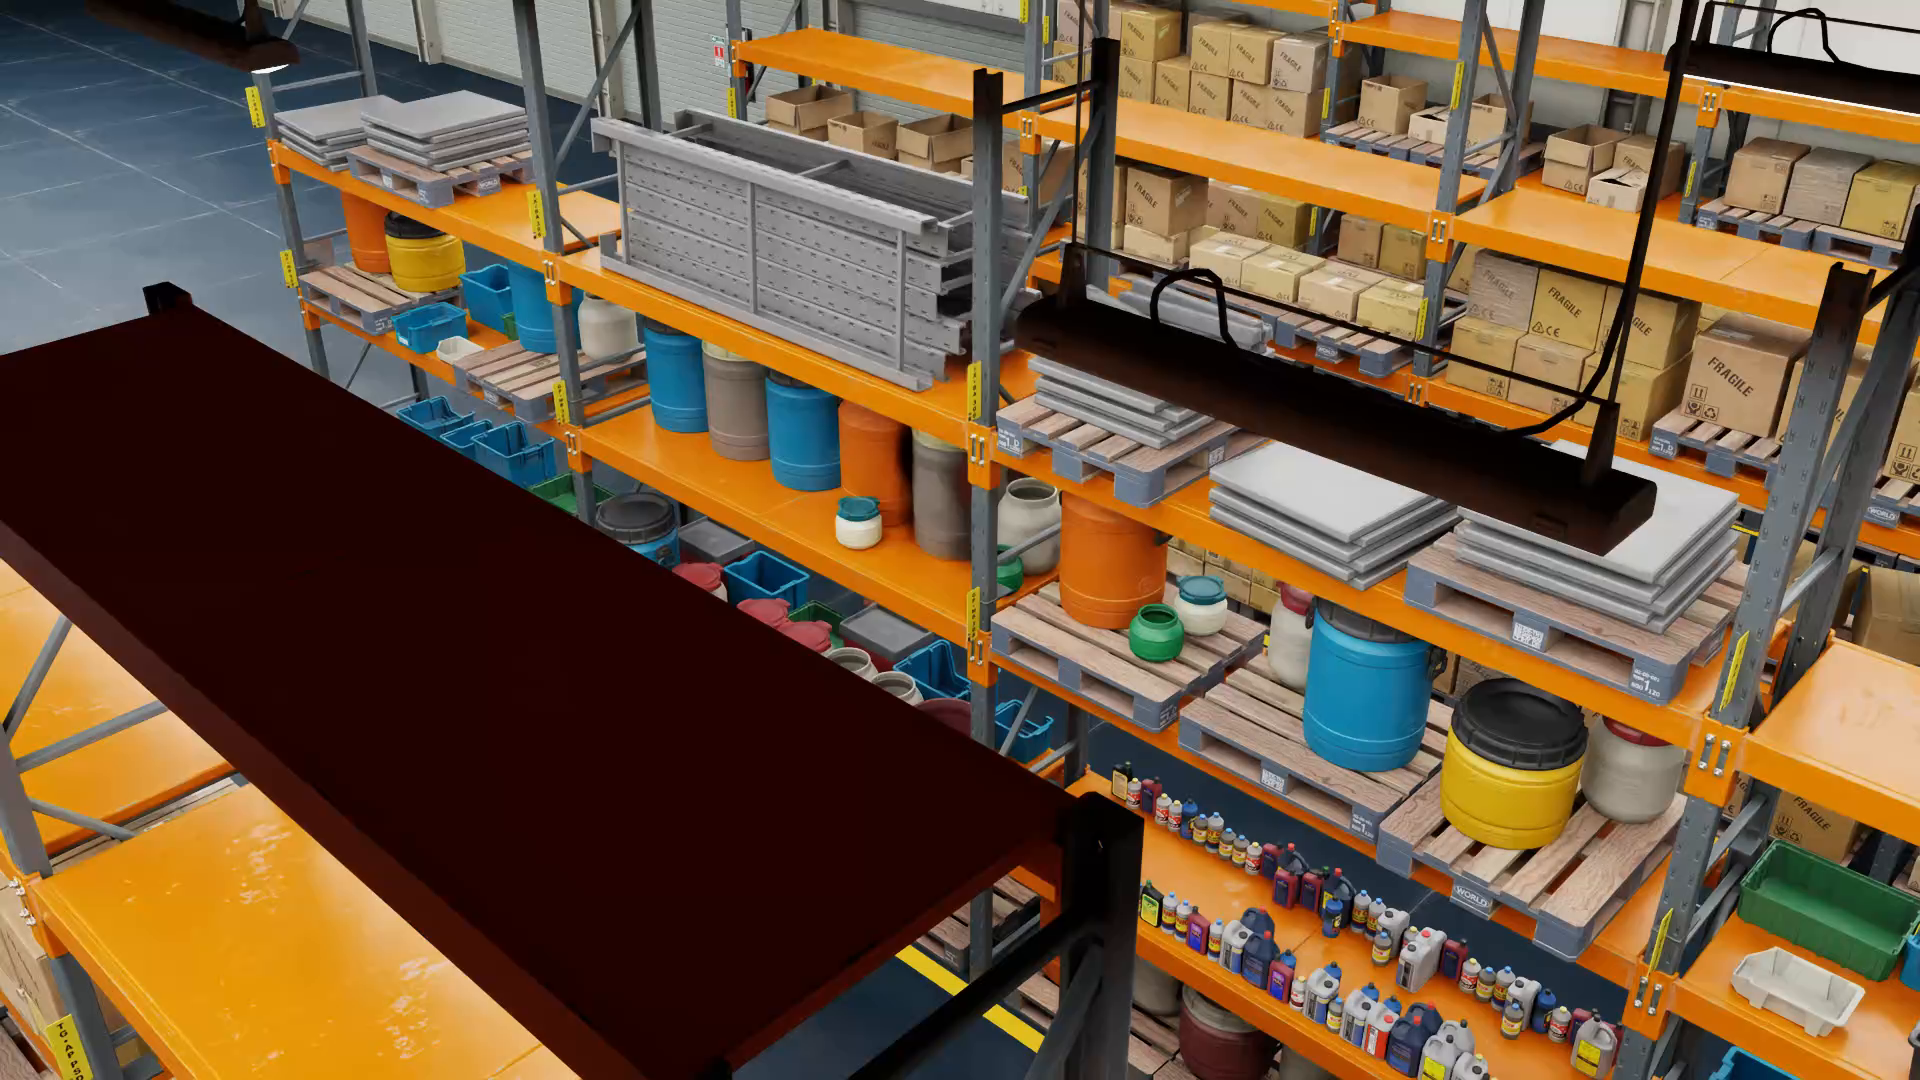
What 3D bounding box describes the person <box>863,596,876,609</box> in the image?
[{"bbox_3d":[-0.545,0.354,13.691,0.550,1.756,0.548,-7,30,-12],"label":"person"}]
